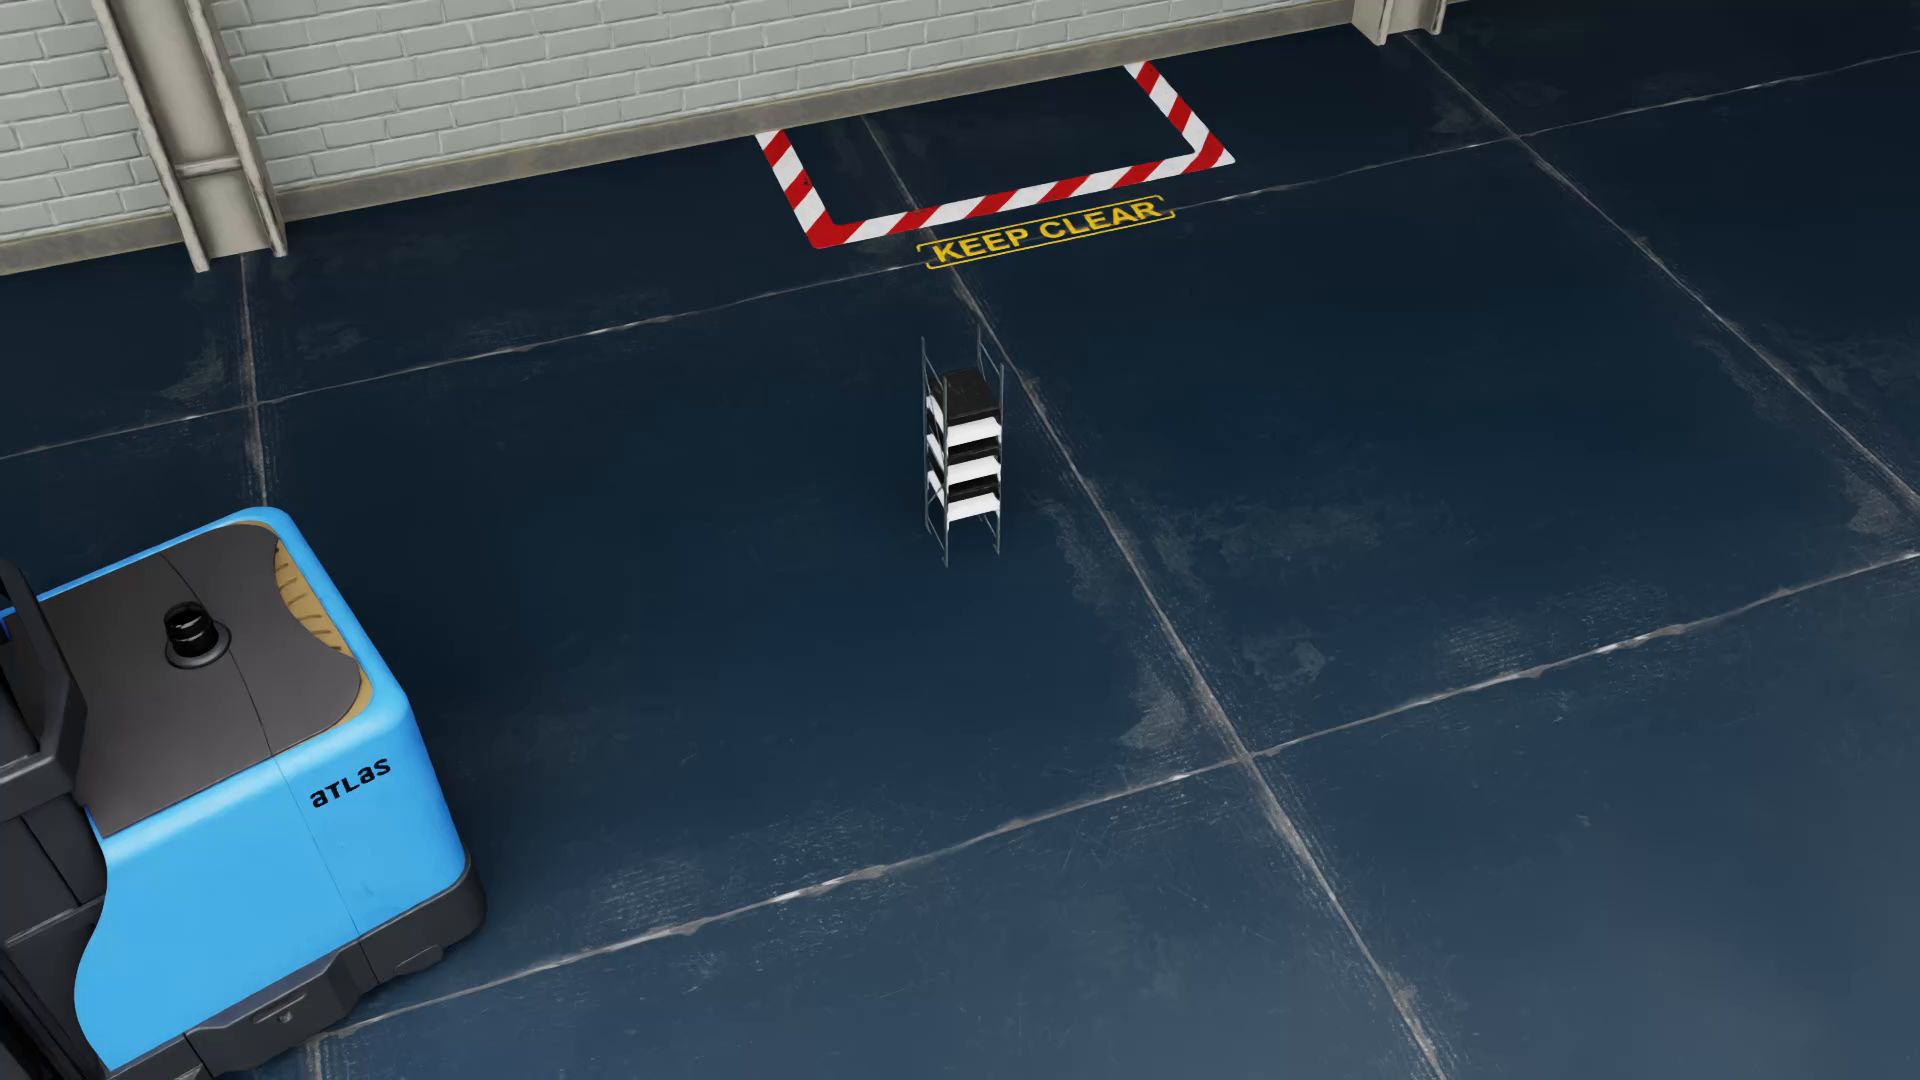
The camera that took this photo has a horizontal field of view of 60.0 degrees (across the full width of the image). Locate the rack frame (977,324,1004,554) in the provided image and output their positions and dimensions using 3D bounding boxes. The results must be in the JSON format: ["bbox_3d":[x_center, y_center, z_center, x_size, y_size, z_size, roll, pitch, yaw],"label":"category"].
[{"bbox_3d":[0.103,-0.344,5.958,0.006,0.900,0.240,-14,47,-14],"label":"rack frame"}]

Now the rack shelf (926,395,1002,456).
[{"bbox_3d":[0.008,-0.423,5.829,0.200,0.077,0.258,-14,47,-14],"label":"rack shelf"}]

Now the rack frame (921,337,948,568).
[{"bbox_3d":[-0.088,-0.295,5.909,0.006,0.900,0.240,-14,47,-14],"label":"rack frame"}]

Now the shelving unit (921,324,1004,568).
[{"bbox_3d":[0.008,-0.320,5.933,0.210,0.900,0.258,-14,47,-14],"label":"shelving unit"}]

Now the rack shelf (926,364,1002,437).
[{"bbox_3d":[0.008,-0.487,5.766,0.200,0.077,0.258,-14,47,-14],"label":"rack shelf"}]

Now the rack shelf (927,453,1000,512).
[{"bbox_3d":[0.008,-0.233,6.021,0.200,0.077,0.258,-14,47,-14],"label":"rack shelf"}]

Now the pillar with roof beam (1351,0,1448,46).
[{"bbox_3d":[3.821,-3.098,2.984,0.400,9.000,9.100,-14,47,-14],"label":"pillar with roof beam"}]

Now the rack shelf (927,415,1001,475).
[{"bbox_3d":[0.008,-0.360,5.893,0.200,0.077,0.258,-14,47,-14],"label":"rack shelf"}]

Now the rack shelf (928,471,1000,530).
[{"bbox_3d":[0.008,-0.169,6.084,0.200,0.077,0.258,-14,47,-14],"label":"rack shelf"}]

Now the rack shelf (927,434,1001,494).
[{"bbox_3d":[0.008,-0.296,5.957,0.200,0.077,0.258,-14,47,-14],"label":"rack shelf"}]

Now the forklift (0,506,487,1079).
[{"bbox_3d":[-2.919,0.494,3.688,3.031,2.935,1.130,-28,51,-25],"label":"forklift"}]

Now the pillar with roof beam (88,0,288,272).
[{"bbox_3d":[-1.822,-1.655,1.546,0.400,9.000,9.100,-14,47,-14],"label":"pillar with roof beam"}]
